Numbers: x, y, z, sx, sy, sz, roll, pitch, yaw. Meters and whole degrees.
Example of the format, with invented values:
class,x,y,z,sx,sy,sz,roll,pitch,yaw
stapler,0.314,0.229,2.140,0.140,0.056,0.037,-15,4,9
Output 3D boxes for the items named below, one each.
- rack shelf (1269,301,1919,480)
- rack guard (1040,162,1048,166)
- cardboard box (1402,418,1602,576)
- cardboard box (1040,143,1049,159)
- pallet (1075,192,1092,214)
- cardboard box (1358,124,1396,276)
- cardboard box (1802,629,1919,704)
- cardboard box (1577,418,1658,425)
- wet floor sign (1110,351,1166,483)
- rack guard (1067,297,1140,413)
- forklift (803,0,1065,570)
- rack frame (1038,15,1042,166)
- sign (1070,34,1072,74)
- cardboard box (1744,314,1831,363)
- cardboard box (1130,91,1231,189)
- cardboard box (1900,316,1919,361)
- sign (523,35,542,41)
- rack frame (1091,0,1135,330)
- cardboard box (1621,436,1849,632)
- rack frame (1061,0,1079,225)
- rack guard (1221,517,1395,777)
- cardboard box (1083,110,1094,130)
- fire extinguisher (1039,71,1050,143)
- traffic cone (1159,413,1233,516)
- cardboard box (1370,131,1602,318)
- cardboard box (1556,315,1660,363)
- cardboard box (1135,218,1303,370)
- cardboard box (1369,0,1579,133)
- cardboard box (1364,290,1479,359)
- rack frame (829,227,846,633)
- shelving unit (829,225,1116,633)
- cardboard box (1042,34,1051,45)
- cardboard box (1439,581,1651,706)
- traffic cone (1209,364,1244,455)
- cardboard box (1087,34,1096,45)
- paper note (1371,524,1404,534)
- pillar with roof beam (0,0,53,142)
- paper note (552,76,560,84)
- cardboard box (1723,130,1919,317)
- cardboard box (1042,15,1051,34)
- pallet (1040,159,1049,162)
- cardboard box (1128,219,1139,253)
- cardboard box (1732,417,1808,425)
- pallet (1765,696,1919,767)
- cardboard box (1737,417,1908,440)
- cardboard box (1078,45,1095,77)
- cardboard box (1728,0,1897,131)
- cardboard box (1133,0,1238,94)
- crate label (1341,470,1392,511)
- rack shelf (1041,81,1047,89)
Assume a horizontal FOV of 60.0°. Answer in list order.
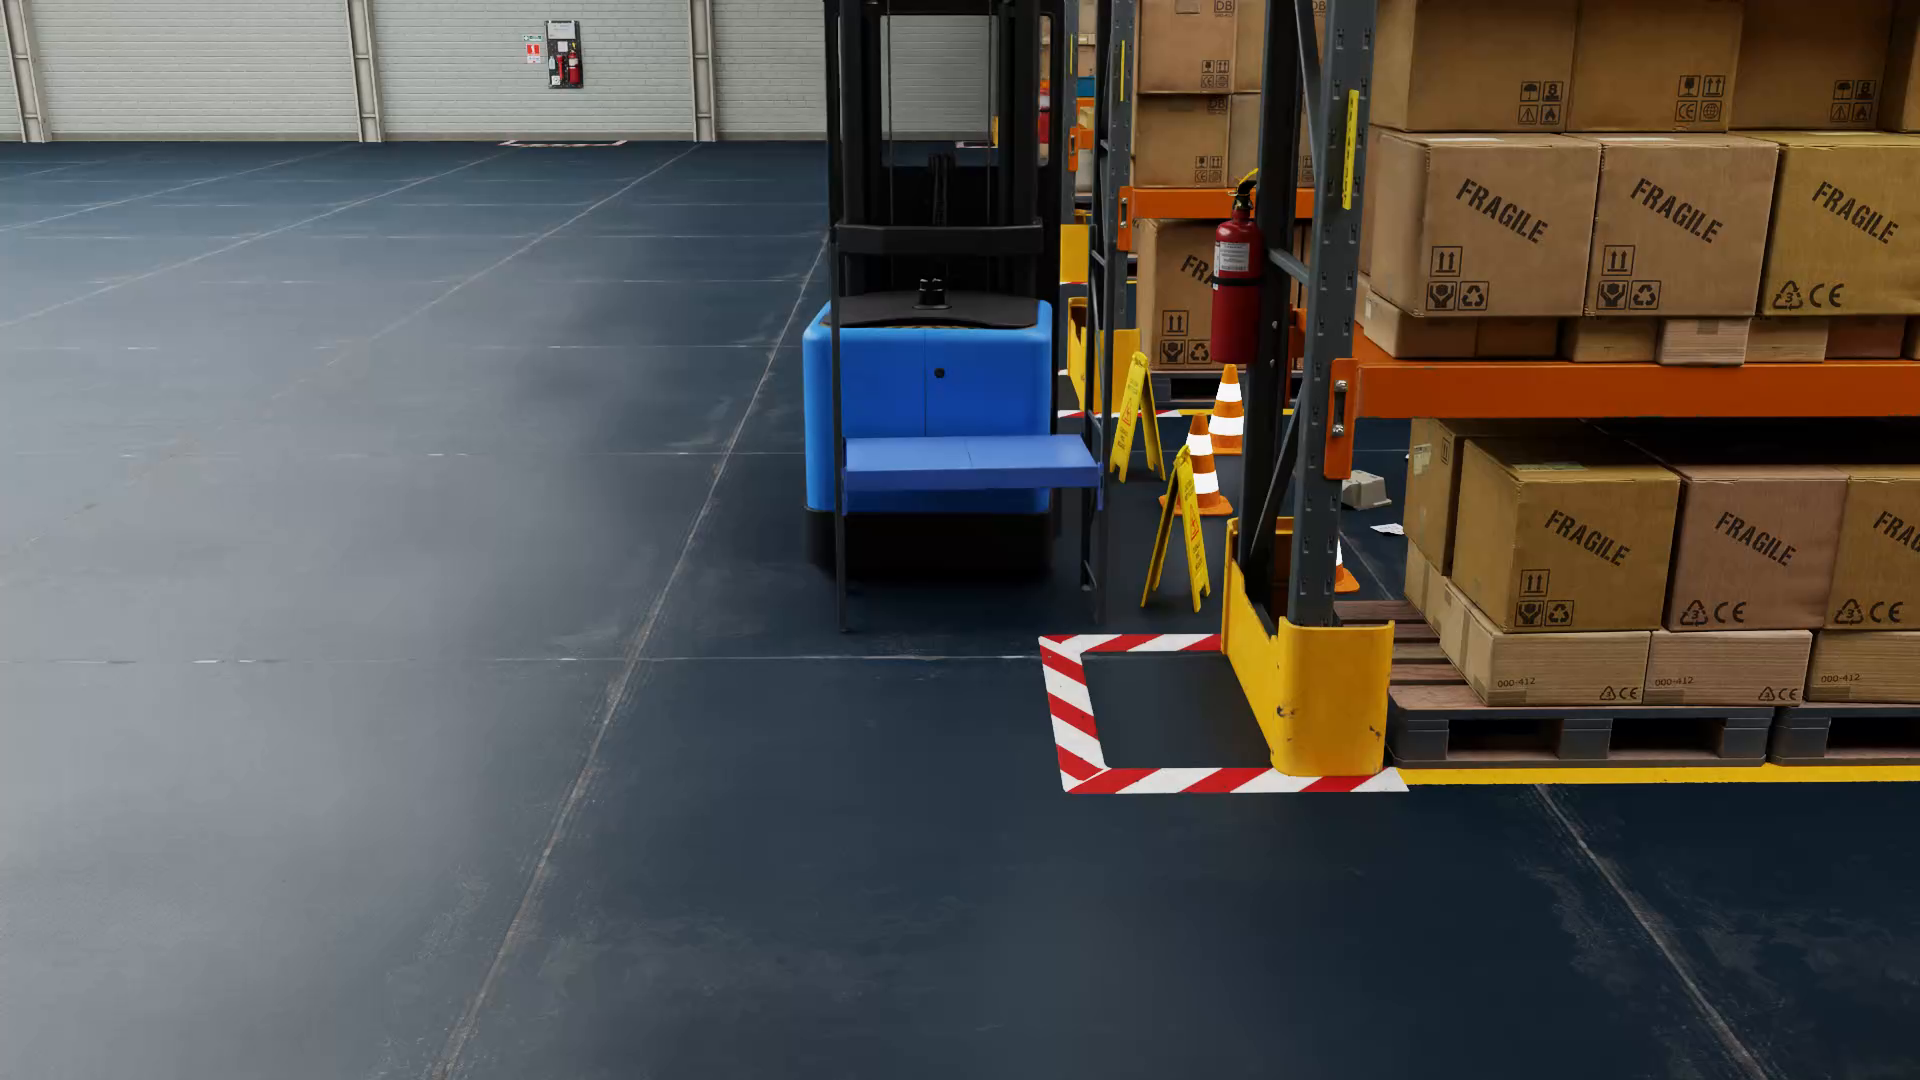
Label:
class,x,y,z,sx,sy,sz,roll,pitch,yaw
rack shelf,3.094,-0.525,5.495,4.000,0.370,1.077,0,18,-1
rack guard,0.935,-4.222,19.934,0.348,0.500,1.175,0,18,-1
cardboard box,1.891,-0.189,5.857,0.500,0.500,0.500,0,18,-1
cardboard box,1.325,-5.736,24.374,0.500,0.250,0.500,0,18,-1
pallet,1.747,-4.087,19.985,1.213,0.211,1.003,0,18,-1
cardboard box,1.632,-1.134,5.565,0.500,0.500,0.500,-1,18,-2
cardboard box,2.961,0.325,5.481,0.500,0.250,0.500,1,18,3
cardboard box,2.257,-0.521,5.827,0.250,0.149,0.380,0,18,1
wet floor sign,0.917,-0.644,8.541,0.232,0.644,0.267,-3,18,-10
rack guard,0.891,-1.179,10.448,0.348,0.500,1.175,0,18,-1
forklift,-0.054,-1.671,8.001,1.130,2.935,3.031,1,18,3
rack frame,0.859,-5.398,19.506,0.127,3.000,1.000,0,18,-1
sign,0.946,-4.131,14.142,0.005,0.325,0.100,0,18,-1
cardboard box,2.468,-0.658,5.142,0.250,0.149,0.380,0,18,1
cardboard box,1.285,-2.457,10.092,0.550,0.550,0.875,0,18,-1
cardboard box,2.996,-0.670,5.179,0.250,0.149,0.380,-1,18,-2
sign,-7.631,-8.957,29.677,0.331,0.109,0.001,0,18,-1
rack frame,0.915,-2.370,10.067,0.127,3.000,1.000,0,18,-1
cardboard box,2.451,-0.030,5.358,0.500,0.500,0.500,-1,18,-3
rack frame,0.938,-3.885,14.790,0.127,3.000,1.000,0,18,-1
rack guard,1.170,0.332,5.738,0.348,0.500,1.175,0,18,-1
cardboard box,1.226,-3.694,14.606,0.250,0.149,0.380,0,18,-1
fire extinguisher,0.816,-3.988,15.239,0.183,0.674,0.296,0,18,-1
traffic cone,1.146,-0.384,8.029,0.334,0.463,0.336,0,18,-1
cardboard box,1.572,-0.965,5.038,0.500,0.500,0.500,-1,18,-2
cardboard box,1.956,-0.659,5.146,0.250,0.149,0.380,-1,18,-3
cardboard box,1.592,-1.581,10.400,0.875,0.875,0.875,0,18,-1
cardboard box,1.601,-1.593,5.357,0.500,0.500,0.700,-1,18,-2
cardboard box,1.437,-0.677,5.202,0.250,0.149,0.380,0,18,-1
rack frame,-0.475,-0.430,6.476,0.032,1.500,0.500,-1,18,-4
shelving unit,0.032,-0.441,6.510,1.048,1.500,0.538,-1,18,-4
cardboard box,1.181,-7.203,23.909,0.250,0.149,0.380,0,18,-1
cardboard box,1.905,0.332,5.460,0.500,0.250,0.500,0,18,-1
traffic cone,1.468,-0.730,9.110,0.334,0.463,0.336,0,18,-1
cardboard box,1.946,-7.207,23.919,0.250,0.149,0.380,-1,18,-2
paper note,2.008,-0.057,7.718,0.142,0.019,0.148,-7,19,-20
pillar with roof beam,-16.541,-10.146,24.487,0.400,9.000,9.100,0,18,-1
paper note,-7.260,-8.263,29.879,0.142,0.148,0.016,0,18,-1
cardboard box,2.599,-0.971,5.057,0.500,0.500,0.500,-1,18,-2
cardboard box,1.305,-7.574,24.004,0.500,0.500,0.700,0,18,-1
pallet,1.549,-5.599,24.699,1.213,0.211,1.003,0,18,-1
cardboard box,1.562,-2.893,15.102,0.500,0.500,0.500,3,18,9
cardboard box,2.772,-0.522,5.830,0.250,0.149,0.380,0,18,2
pallet,3.200,0.471,5.776,1.213,0.211,1.003,0,18,-1
cardboard box,2.917,-0.193,5.869,0.500,0.500,0.500,-1,18,-2
cardboard box,1.777,-6.960,24.214,0.500,0.500,0.700,0,18,1
cardboard box,2.616,-1.627,5.463,0.500,0.500,0.700,0,18,-1
cardboard box,1.286,-2.945,9.847,0.550,0.550,0.875,0,18,-1
crate label,1.931,-0.251,8.150,0.298,0.136,0.250,-10,20,-29
rack shelf,2.785,-6.578,24.362,4.000,0.370,1.077,0,18,-1
